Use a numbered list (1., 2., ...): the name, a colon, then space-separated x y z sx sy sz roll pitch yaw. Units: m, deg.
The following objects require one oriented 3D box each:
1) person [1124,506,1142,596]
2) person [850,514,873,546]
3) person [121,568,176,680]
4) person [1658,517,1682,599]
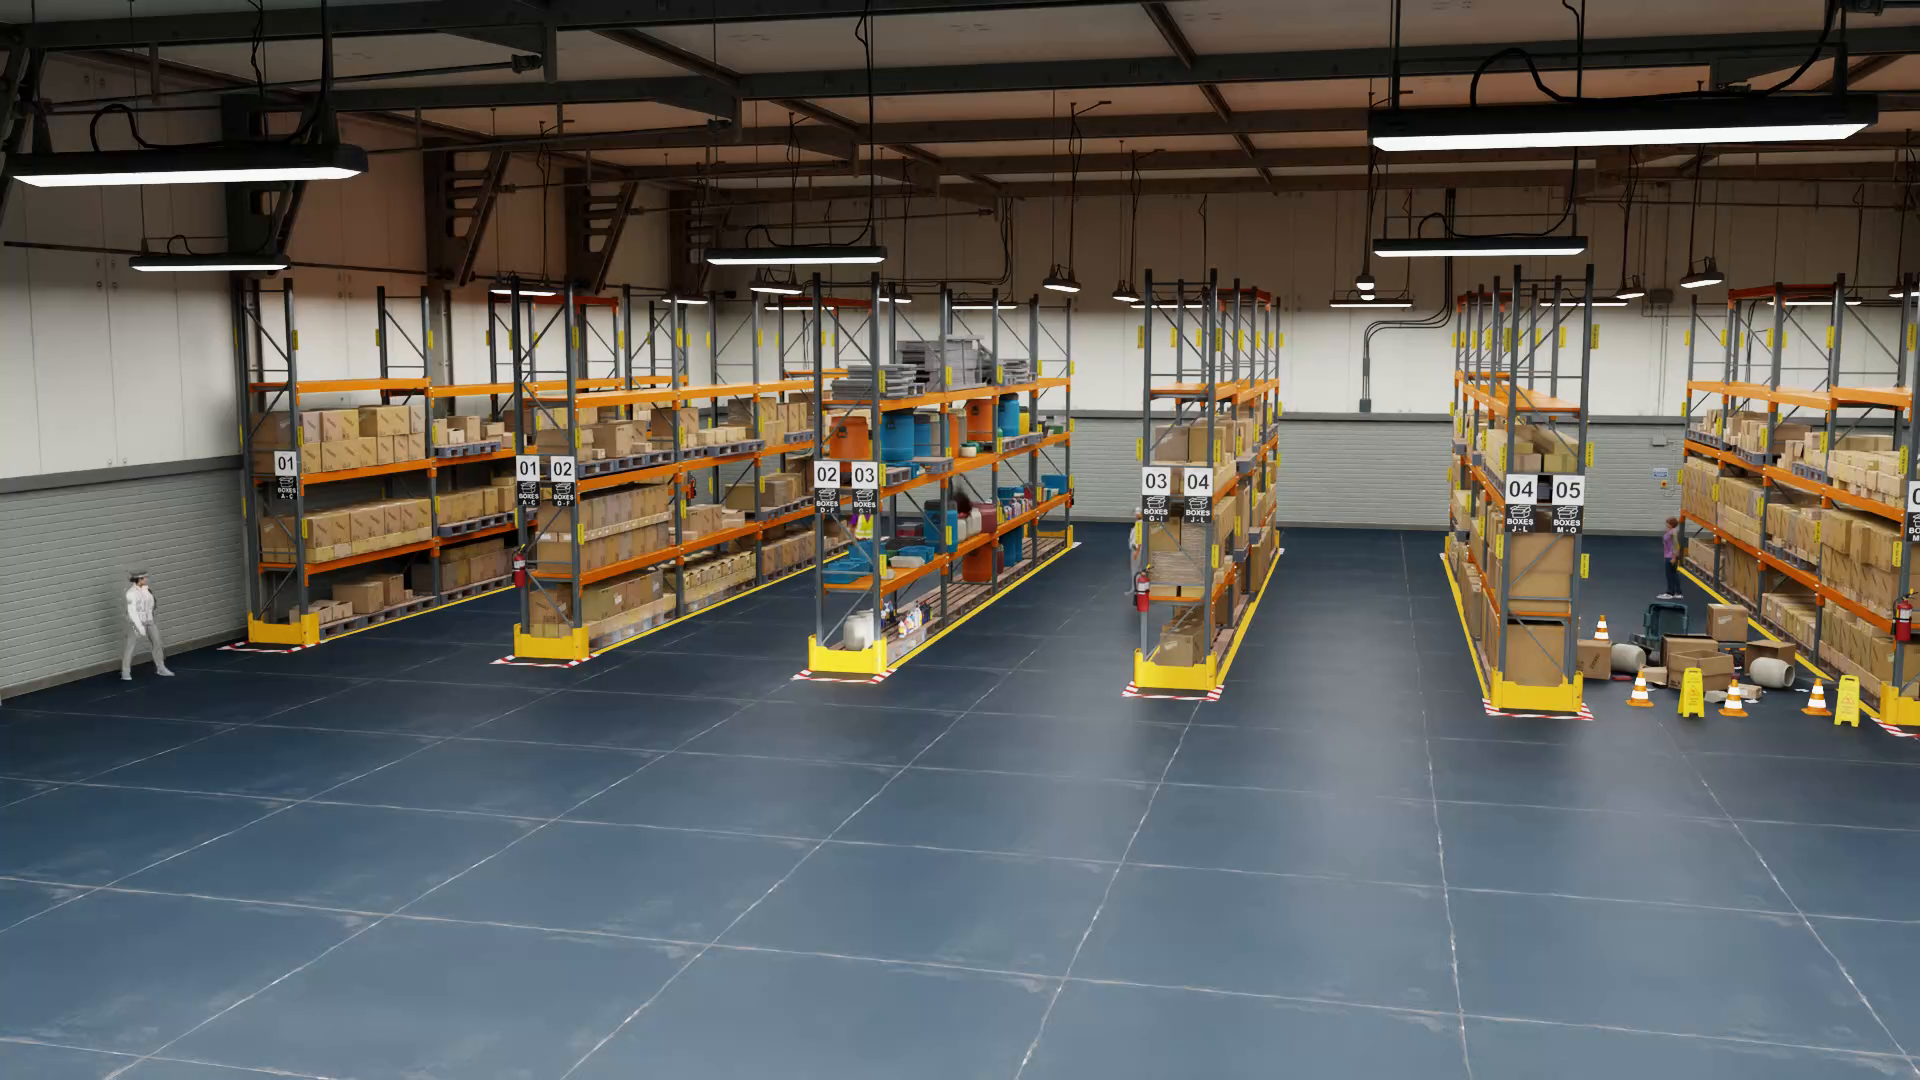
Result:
1. person: 3.280 0.224 30.688 0.459 1.721 0.562 3 7 21
2. person: -1.862 -0.022 32.359 0.503 1.720 1.018 2 7 15
3. person: -12.131 1.245 24.679 0.593 1.678 0.632 2 7 18
4. person: 13.858 0.343 32.346 0.396 1.600 0.450 5 8 34
